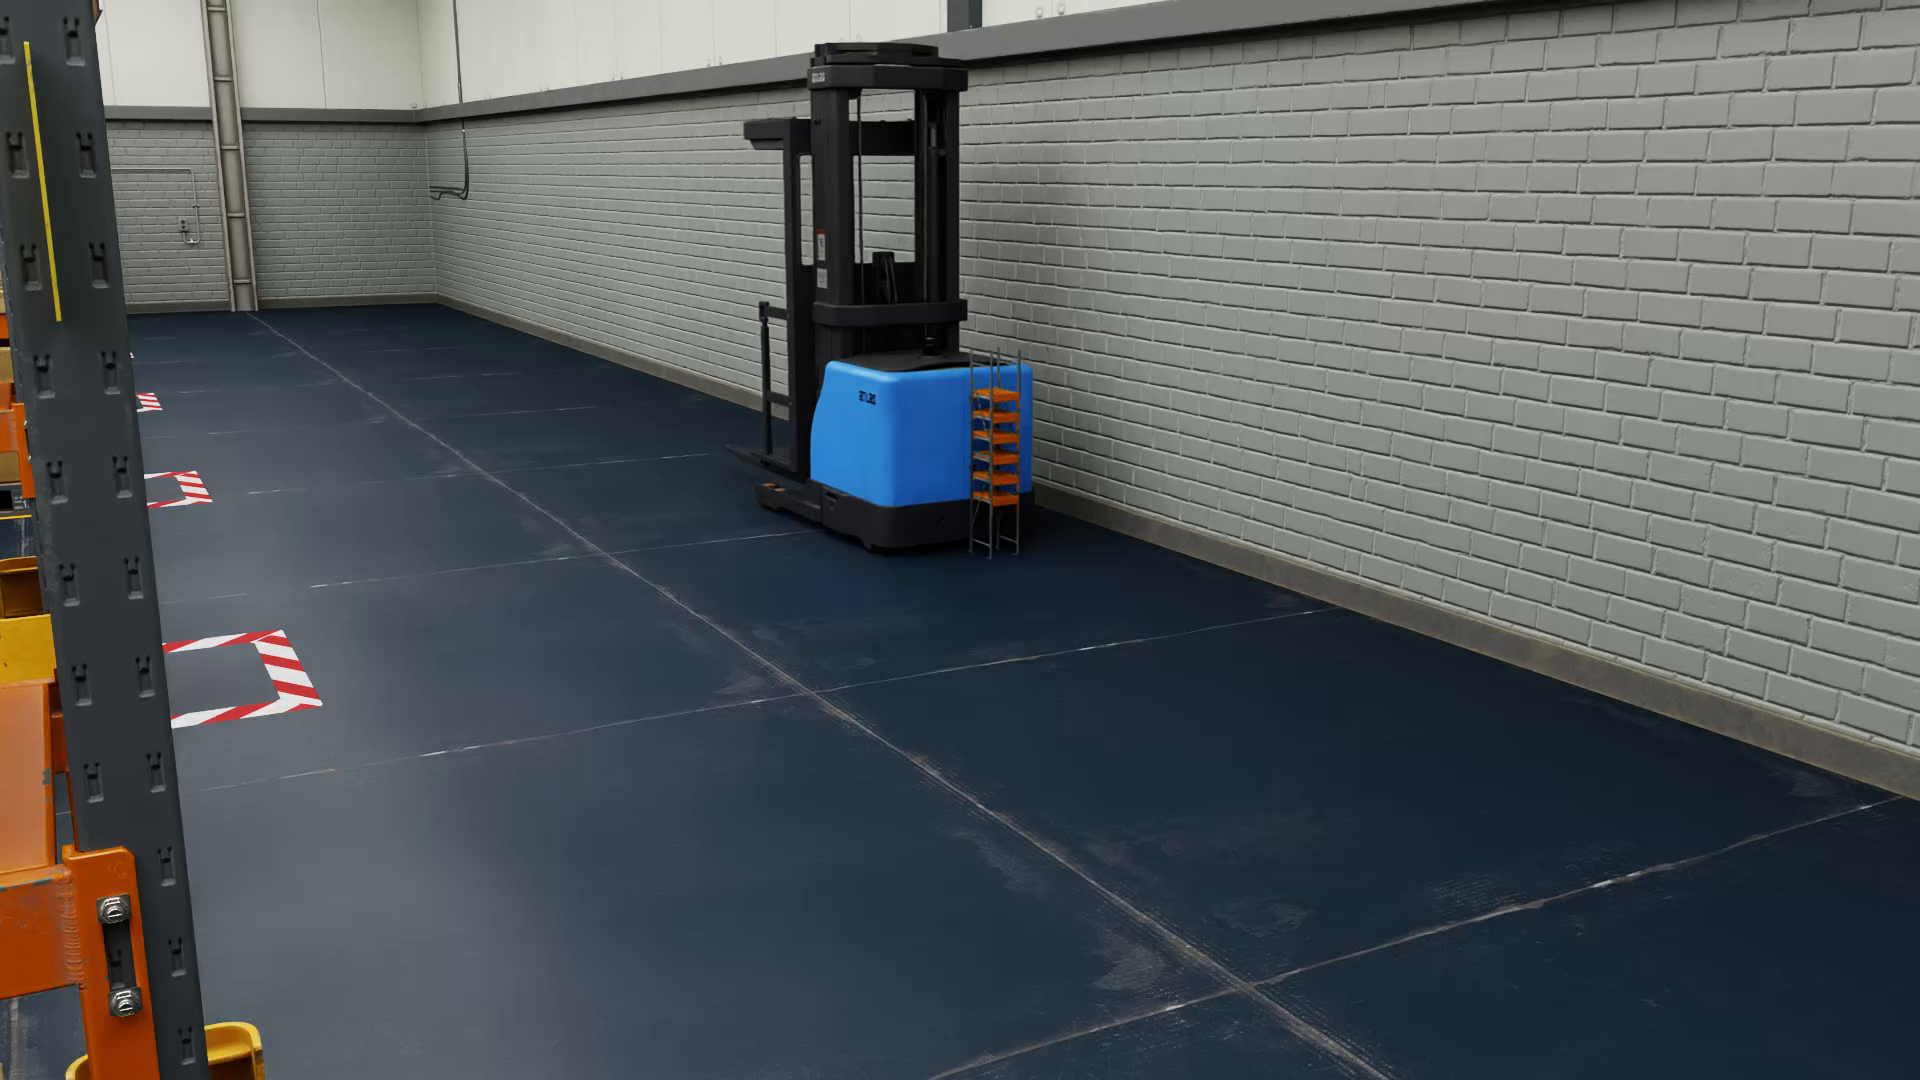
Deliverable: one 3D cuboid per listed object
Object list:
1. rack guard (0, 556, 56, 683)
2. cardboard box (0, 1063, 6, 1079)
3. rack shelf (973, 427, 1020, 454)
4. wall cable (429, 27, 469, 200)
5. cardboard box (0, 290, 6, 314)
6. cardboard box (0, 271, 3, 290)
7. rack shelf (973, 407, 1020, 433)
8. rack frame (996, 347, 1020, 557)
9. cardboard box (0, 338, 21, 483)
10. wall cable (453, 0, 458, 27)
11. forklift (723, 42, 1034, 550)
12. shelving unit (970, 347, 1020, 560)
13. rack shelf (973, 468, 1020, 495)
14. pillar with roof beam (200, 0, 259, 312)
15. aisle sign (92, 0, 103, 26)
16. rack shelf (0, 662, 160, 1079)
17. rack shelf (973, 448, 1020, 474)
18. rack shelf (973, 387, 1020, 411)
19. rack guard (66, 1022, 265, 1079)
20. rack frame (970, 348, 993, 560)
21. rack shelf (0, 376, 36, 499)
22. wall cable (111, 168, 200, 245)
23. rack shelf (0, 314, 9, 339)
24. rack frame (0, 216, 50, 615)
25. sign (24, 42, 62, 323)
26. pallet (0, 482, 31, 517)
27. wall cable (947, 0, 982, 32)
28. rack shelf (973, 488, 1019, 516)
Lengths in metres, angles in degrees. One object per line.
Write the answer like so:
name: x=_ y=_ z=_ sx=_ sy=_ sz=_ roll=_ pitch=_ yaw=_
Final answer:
rack guard: x=-3.884 y=0.429 z=7.066 sx=0.348 sy=0.500 sz=1.175 roll=-7 pitch=14 yaw=-28
cardboard box: x=-1.888 y=1.278 z=2.476 sx=0.875 sy=0.438 sz=0.875 roll=-7 pitch=15 yaw=-30
rack shelf: x=0.200 y=-0.575 z=9.585 sx=0.180 sy=0.103 sz=0.258 roll=-7 pitch=15 yaw=-30
wall cable: x=-8.090 y=-6.567 z=25.867 sx=0.112 sy=2.526 sz=3.097 roll=-7 pitch=14 yaw=-28
cardboard box: x=-6.260 y=-1.542 z=10.701 sx=0.250 sy=0.149 sz=0.380 roll=-7 pitch=14 yaw=-27
cardboard box: x=-6.404 y=-1.735 z=10.652 sx=0.500 sy=0.250 sz=0.500 roll=-7 pitch=15 yaw=-29
rack shelf: x=0.200 y=-0.692 z=9.559 sx=0.180 sy=0.103 sz=0.258 roll=-7 pitch=15 yaw=-30
rack frame: x=0.279 y=-0.511 z=9.647 sx=0.006 sy=1.200 sz=0.240 roll=-7 pitch=15 yaw=-30
cardboard box: x=-6.629 y=-0.851 z=10.941 sx=0.875 sy=0.875 sz=0.875 roll=-7 pitch=14 yaw=-28
wall cable: x=-6.794 y=-8.510 z=22.995 sx=0.112 sy=2.526 sz=3.097 roll=-7 pitch=14 yaw=-28
forklift: x=-0.708 y=-1.651 z=10.771 sx=1.130 sy=2.935 sz=3.031 roll=-7 pitch=14 yaw=-28
shelving unit: x=0.200 y=-0.501 z=9.602 sx=0.189 sy=1.200 sz=0.258 roll=-7 pitch=15 yaw=-30
rack shelf: x=0.200 y=-0.340 z=9.638 sx=0.180 sy=0.103 sz=0.258 roll=-7 pitch=15 yaw=-30
pillar with roof beam: x=-9.207 y=-7.177 z=21.504 sx=0.400 sy=9.000 sz=9.100 roll=-7 pitch=14 yaw=-28
aisle sign: x=-1.145 y=-1.072 z=2.118 sx=0.004 sy=0.787 sz=0.394 roll=-7 pitch=14 yaw=-28
rack shelf: x=-3.113 y=0.706 z=1.780 sx=4.000 sy=0.370 sz=1.077 roll=-7 pitch=14 yaw=-28
rack shelf: x=0.200 y=-0.457 z=9.612 sx=0.180 sy=0.103 sz=0.258 roll=-7 pitch=15 yaw=-30
rack shelf: x=0.200 y=-0.809 z=9.533 sx=0.180 sy=0.103 sz=0.258 roll=-7 pitch=15 yaw=-30
rack guard: x=-1.336 y=1.361 z=2.921 sx=0.348 sy=0.500 sz=1.175 roll=-7 pitch=14 yaw=-28
rack frame: x=0.121 y=-0.491 z=9.557 sx=0.006 sy=1.200 sz=0.240 roll=-7 pitch=15 yaw=-30
rack shelf: x=-5.573 y=-0.237 z=5.971 sx=4.000 sy=0.370 sz=1.077 roll=-7 pitch=14 yaw=-28
wall cable: x=-12.555 y=-5.442 z=25.143 sx=1.851 sy=1.984 sz=0.084 roll=-7 pitch=14 yaw=-28
rack shelf: x=-7.861 y=-1.204 z=10.266 sx=4.000 sy=0.370 sz=1.077 roll=-7 pitch=14 yaw=-28
rack frame: x=-3.818 y=-0.799 z=6.827 sx=0.127 sy=3.000 sz=1.000 roll=-7 pitch=14 yaw=-28
sign: x=-1.109 y=-0.430 z=2.011 sx=0.005 sy=0.325 sz=0.100 roll=-7 pitch=14 yaw=-28
pallet: x=-6.770 y=-0.306 z=10.987 sx=1.213 sy=0.211 sz=1.003 roll=-7 pitch=14 yaw=-28
wall cable: x=0.509 y=-6.192 z=9.801 sx=0.120 sy=5.999 sz=2.277 roll=-7 pitch=14 yaw=-28
rack shelf: x=0.200 y=-0.223 z=9.664 sx=0.180 sy=0.103 sz=0.258 roll=-7 pitch=15 yaw=-30
